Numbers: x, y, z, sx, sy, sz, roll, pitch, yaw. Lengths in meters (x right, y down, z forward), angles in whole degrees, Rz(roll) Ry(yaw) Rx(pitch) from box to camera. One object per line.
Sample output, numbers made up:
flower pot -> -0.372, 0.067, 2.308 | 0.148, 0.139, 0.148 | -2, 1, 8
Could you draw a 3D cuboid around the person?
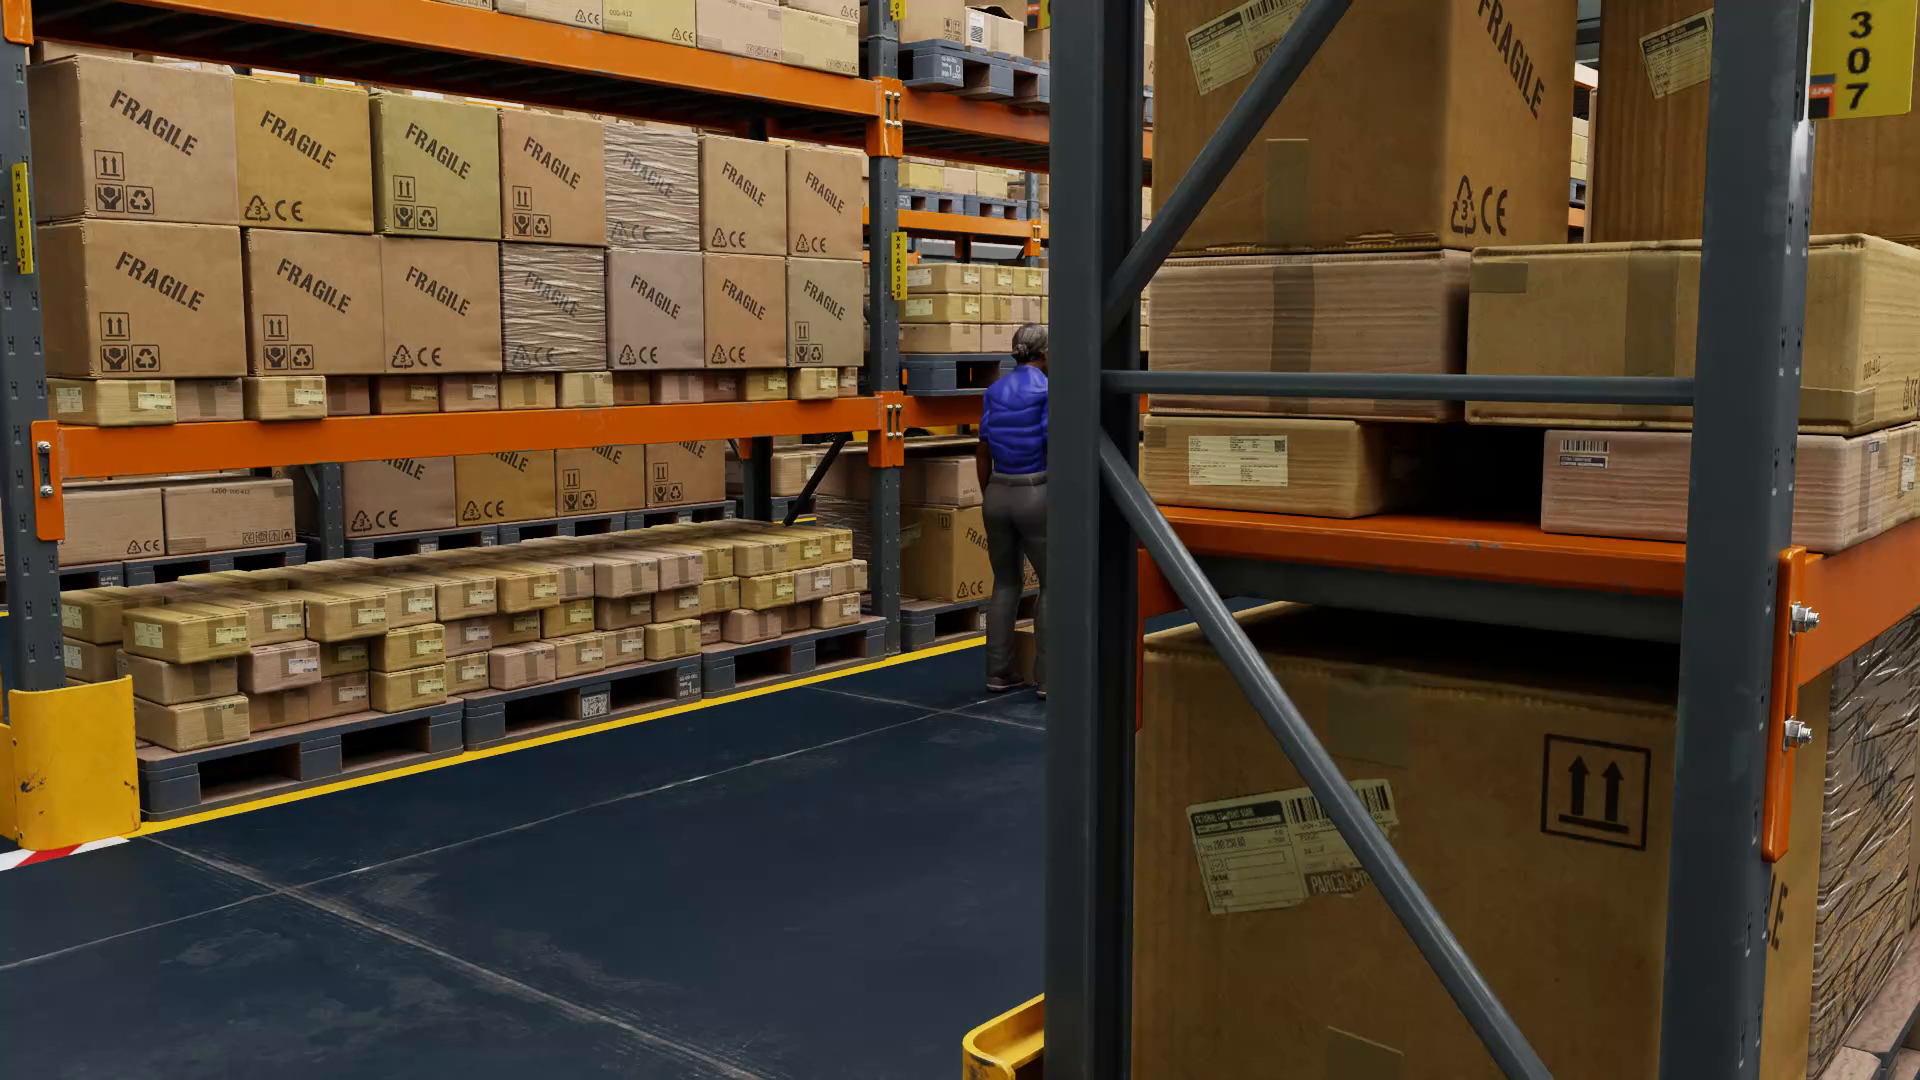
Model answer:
person -> 0.304, -0.136, 7.407 | 0.505, 1.654, 0.353 | 5, 8, 36
